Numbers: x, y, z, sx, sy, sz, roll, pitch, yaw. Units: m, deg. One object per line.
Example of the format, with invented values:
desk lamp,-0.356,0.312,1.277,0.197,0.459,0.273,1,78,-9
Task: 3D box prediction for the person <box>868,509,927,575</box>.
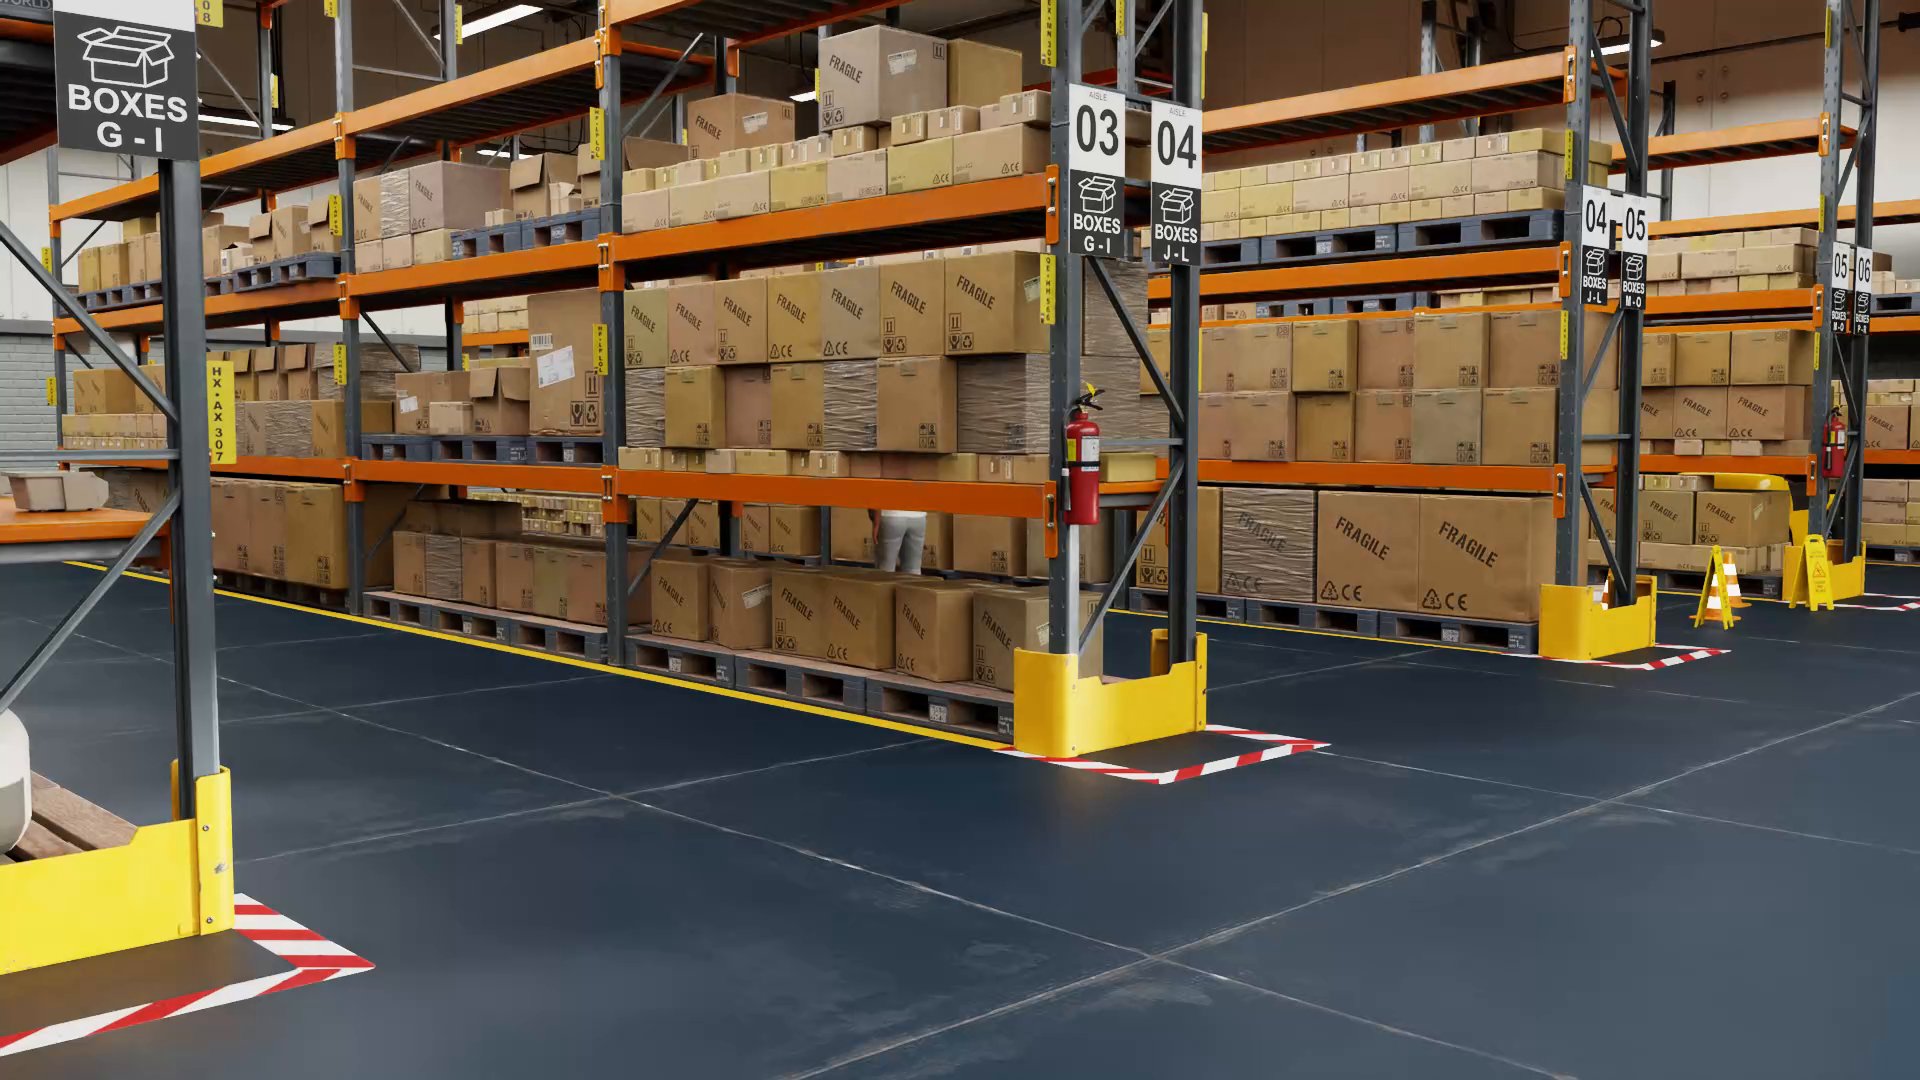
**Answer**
person,-0.480,-0.108,12.492,0.487,1.687,0.405,-3,5,-38
